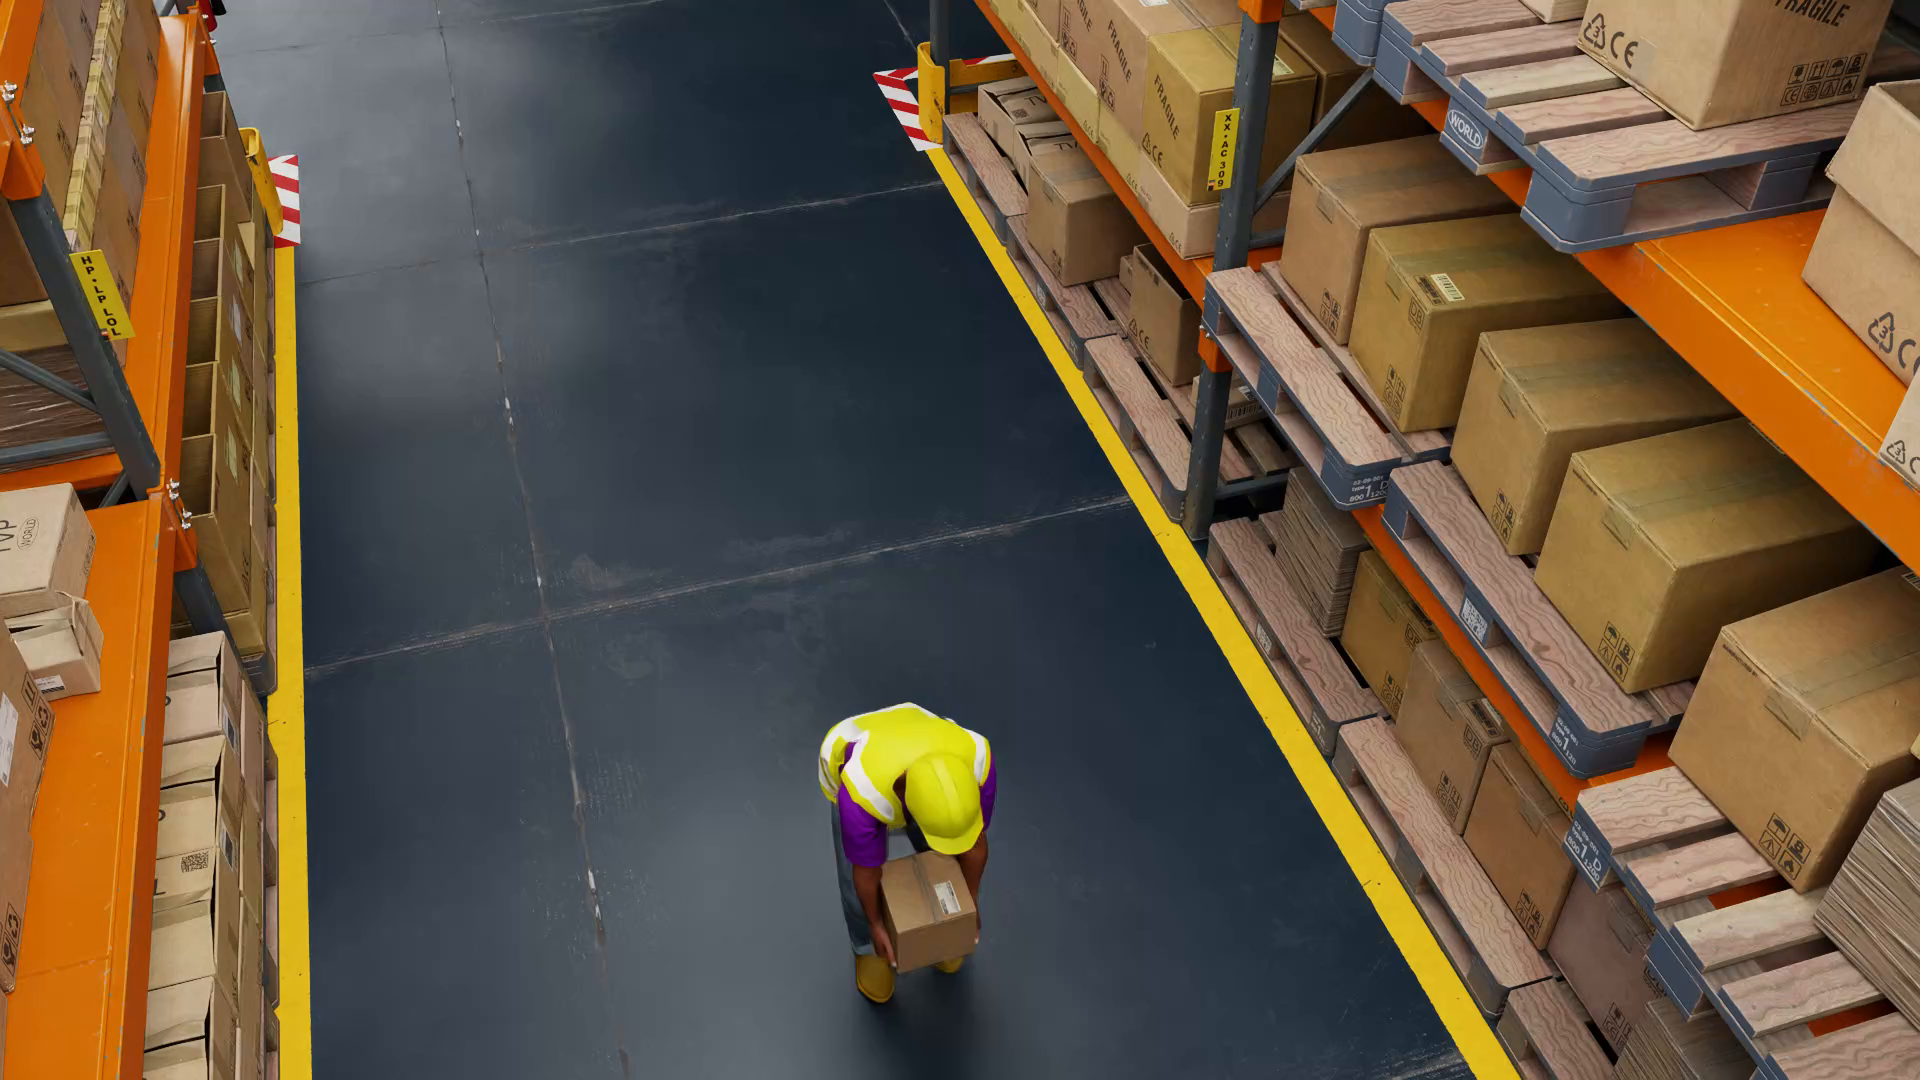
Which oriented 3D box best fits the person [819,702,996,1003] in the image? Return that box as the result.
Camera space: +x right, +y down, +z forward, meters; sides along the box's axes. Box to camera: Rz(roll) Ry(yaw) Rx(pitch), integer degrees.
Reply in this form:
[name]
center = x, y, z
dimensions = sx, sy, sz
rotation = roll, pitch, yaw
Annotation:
[person]
center = -0.143, 0.988, 5.244
dimensions = 0.488, 1.497, 0.832
rotation = -13, 44, -14
